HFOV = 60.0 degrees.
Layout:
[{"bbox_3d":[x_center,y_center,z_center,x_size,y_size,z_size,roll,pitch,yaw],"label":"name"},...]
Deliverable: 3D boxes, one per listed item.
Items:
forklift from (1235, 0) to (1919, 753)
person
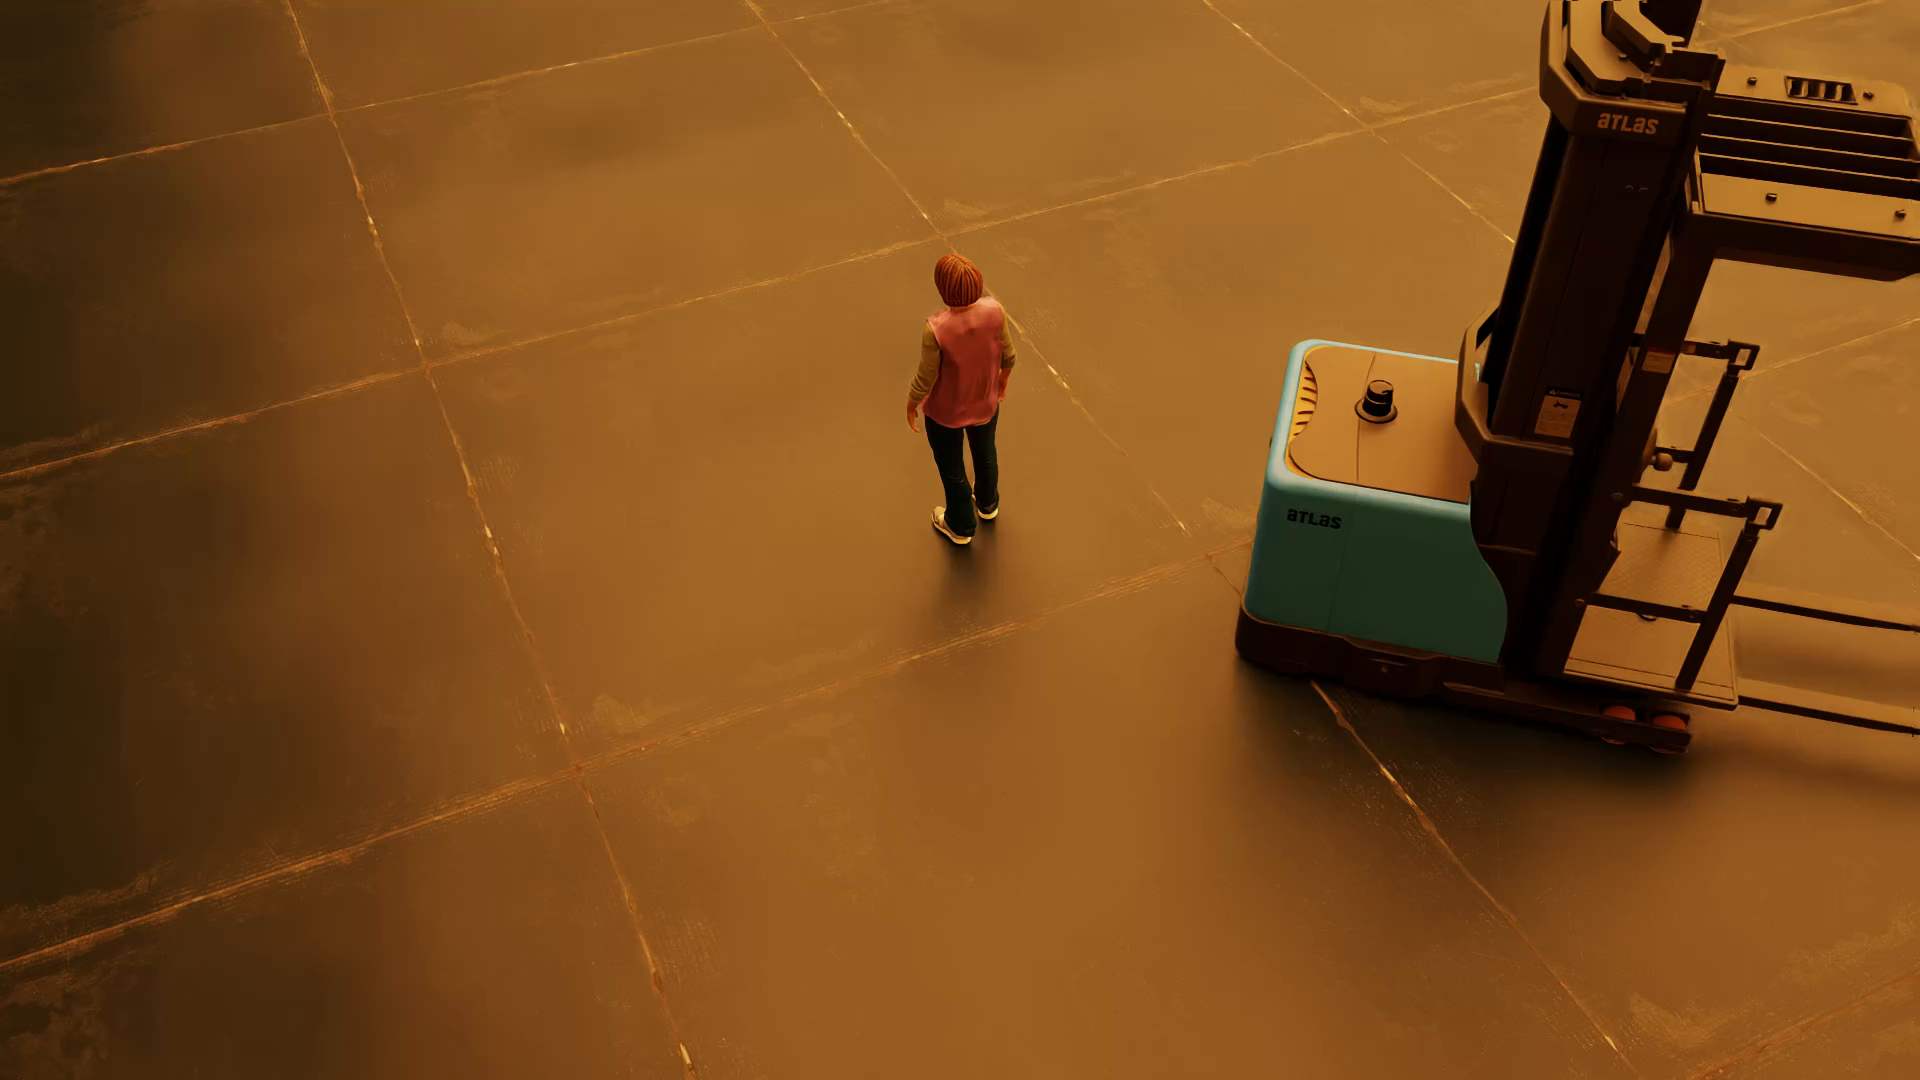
[{"bbox_3d":[2.772,-0.593,6.316,3.031,2.935,1.130,10,44,11],"label":"forklift"},{"bbox_3d":[-0.018,-0.639,7.331,0.520,1.597,0.476,-18,46,-18],"label":"person"}]
